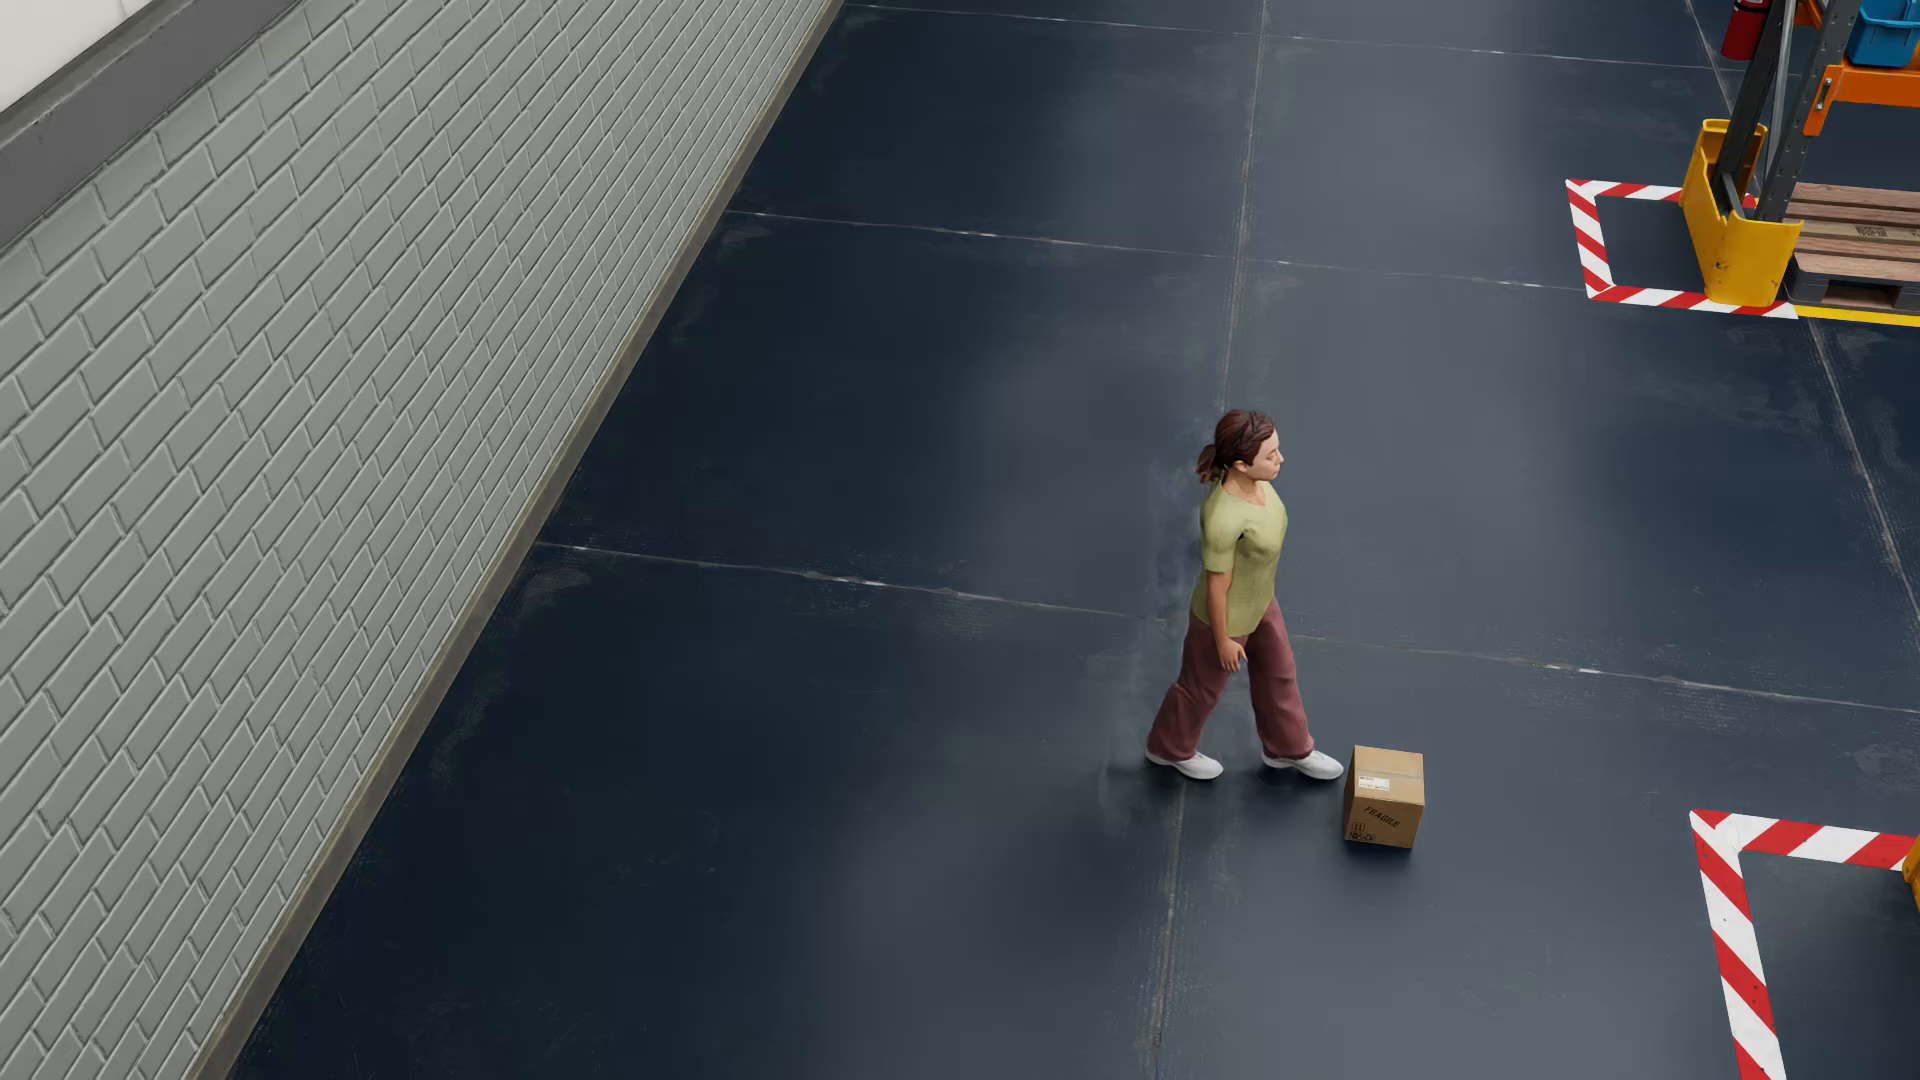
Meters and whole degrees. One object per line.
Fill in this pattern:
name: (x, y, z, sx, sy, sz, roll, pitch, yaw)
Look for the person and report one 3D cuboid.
person: (1.068, 0.270, 5.834, 0.735, 1.656, 0.447, 16, 43, 18)
